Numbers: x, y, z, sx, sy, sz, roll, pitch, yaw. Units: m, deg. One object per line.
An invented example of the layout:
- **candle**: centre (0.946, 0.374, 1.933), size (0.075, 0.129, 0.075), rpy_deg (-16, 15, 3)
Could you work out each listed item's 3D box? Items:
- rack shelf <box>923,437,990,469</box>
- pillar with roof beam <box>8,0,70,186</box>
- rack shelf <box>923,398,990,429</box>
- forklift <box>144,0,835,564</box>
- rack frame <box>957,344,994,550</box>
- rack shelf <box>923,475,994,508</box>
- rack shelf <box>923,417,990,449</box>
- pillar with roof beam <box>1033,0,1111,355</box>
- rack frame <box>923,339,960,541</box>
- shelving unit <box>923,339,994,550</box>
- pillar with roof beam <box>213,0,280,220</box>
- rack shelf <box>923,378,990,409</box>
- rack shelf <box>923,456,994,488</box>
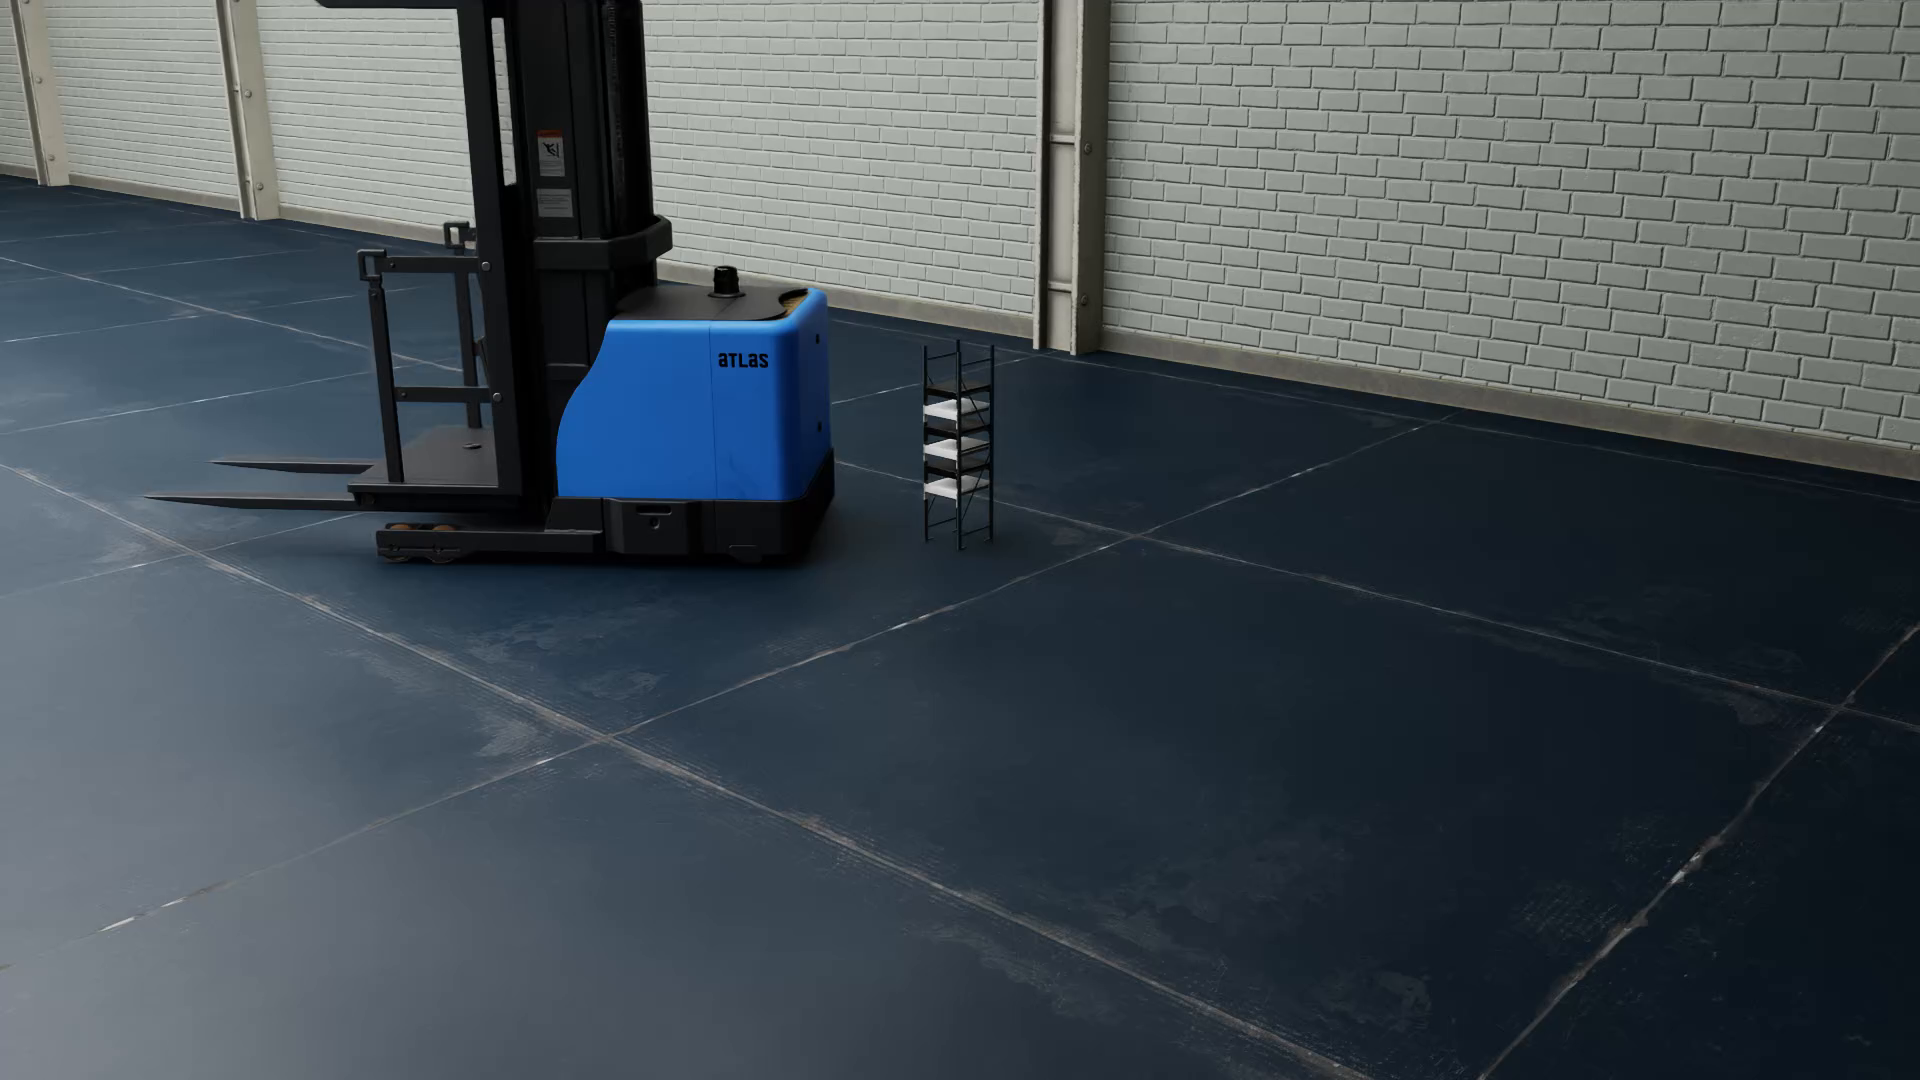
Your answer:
- **rack shelf**: centre (-0.006, -0.399, 7.491), size (0.200, 0.077, 0.258), rpy_deg (15, 23, 39)
- **pillar with roof beam**: centre (-15.549, -8.303, 18.899), size (0.400, 9.000, 9.100), rpy_deg (15, 23, 39)
- **rack shelf**: centre (-0.006, -0.570, 7.436), size (0.200, 0.077, 0.258), rpy_deg (15, 23, 39)
- **forklift**: centre (-2.148, -1.451, 7.337), size (3.031, 2.935, 1.130), rpy_deg (1, 18, 4)
- **rack frame**: centre (0.070, -0.410, 7.416), size (0.006, 0.900, 0.240), rpy_deg (15, 23, 39)
- **rack shelf**: centre (-0.006, -0.227, 7.545), size (0.200, 0.077, 0.258), rpy_deg (15, 23, 39)
- **rack shelf**: centre (-0.006, -0.485, 7.464), size (0.200, 0.077, 0.258), rpy_deg (15, 23, 39)
- **pillar with roof beam**: centre (-2.086, -4.689, 7.511), size (0.400, 9.000, 9.100), rpy_deg (15, 23, 39)
- **rack frame**: centre (-0.082, -0.451, 7.545), size (0.006, 0.900, 0.240), rpy_deg (15, 23, 39)
- **shelving unit**: centre (-0.006, -0.431, 7.481), size (0.210, 0.900, 0.258), rpy_deg (15, 23, 39)
- **pillar with roof beam**: centre (-11.061, -7.099, 15.103), size (0.400, 9.000, 9.100), rpy_deg (15, 23, 39)
- **rack shelf**: centre (-0.006, -0.656, 7.409), size (0.200, 0.077, 0.258), rpy_deg (15, 23, 39)
- **rack shelf**: centre (-0.006, -0.313, 7.518), size (0.200, 0.077, 0.258), rpy_deg (15, 23, 39)
